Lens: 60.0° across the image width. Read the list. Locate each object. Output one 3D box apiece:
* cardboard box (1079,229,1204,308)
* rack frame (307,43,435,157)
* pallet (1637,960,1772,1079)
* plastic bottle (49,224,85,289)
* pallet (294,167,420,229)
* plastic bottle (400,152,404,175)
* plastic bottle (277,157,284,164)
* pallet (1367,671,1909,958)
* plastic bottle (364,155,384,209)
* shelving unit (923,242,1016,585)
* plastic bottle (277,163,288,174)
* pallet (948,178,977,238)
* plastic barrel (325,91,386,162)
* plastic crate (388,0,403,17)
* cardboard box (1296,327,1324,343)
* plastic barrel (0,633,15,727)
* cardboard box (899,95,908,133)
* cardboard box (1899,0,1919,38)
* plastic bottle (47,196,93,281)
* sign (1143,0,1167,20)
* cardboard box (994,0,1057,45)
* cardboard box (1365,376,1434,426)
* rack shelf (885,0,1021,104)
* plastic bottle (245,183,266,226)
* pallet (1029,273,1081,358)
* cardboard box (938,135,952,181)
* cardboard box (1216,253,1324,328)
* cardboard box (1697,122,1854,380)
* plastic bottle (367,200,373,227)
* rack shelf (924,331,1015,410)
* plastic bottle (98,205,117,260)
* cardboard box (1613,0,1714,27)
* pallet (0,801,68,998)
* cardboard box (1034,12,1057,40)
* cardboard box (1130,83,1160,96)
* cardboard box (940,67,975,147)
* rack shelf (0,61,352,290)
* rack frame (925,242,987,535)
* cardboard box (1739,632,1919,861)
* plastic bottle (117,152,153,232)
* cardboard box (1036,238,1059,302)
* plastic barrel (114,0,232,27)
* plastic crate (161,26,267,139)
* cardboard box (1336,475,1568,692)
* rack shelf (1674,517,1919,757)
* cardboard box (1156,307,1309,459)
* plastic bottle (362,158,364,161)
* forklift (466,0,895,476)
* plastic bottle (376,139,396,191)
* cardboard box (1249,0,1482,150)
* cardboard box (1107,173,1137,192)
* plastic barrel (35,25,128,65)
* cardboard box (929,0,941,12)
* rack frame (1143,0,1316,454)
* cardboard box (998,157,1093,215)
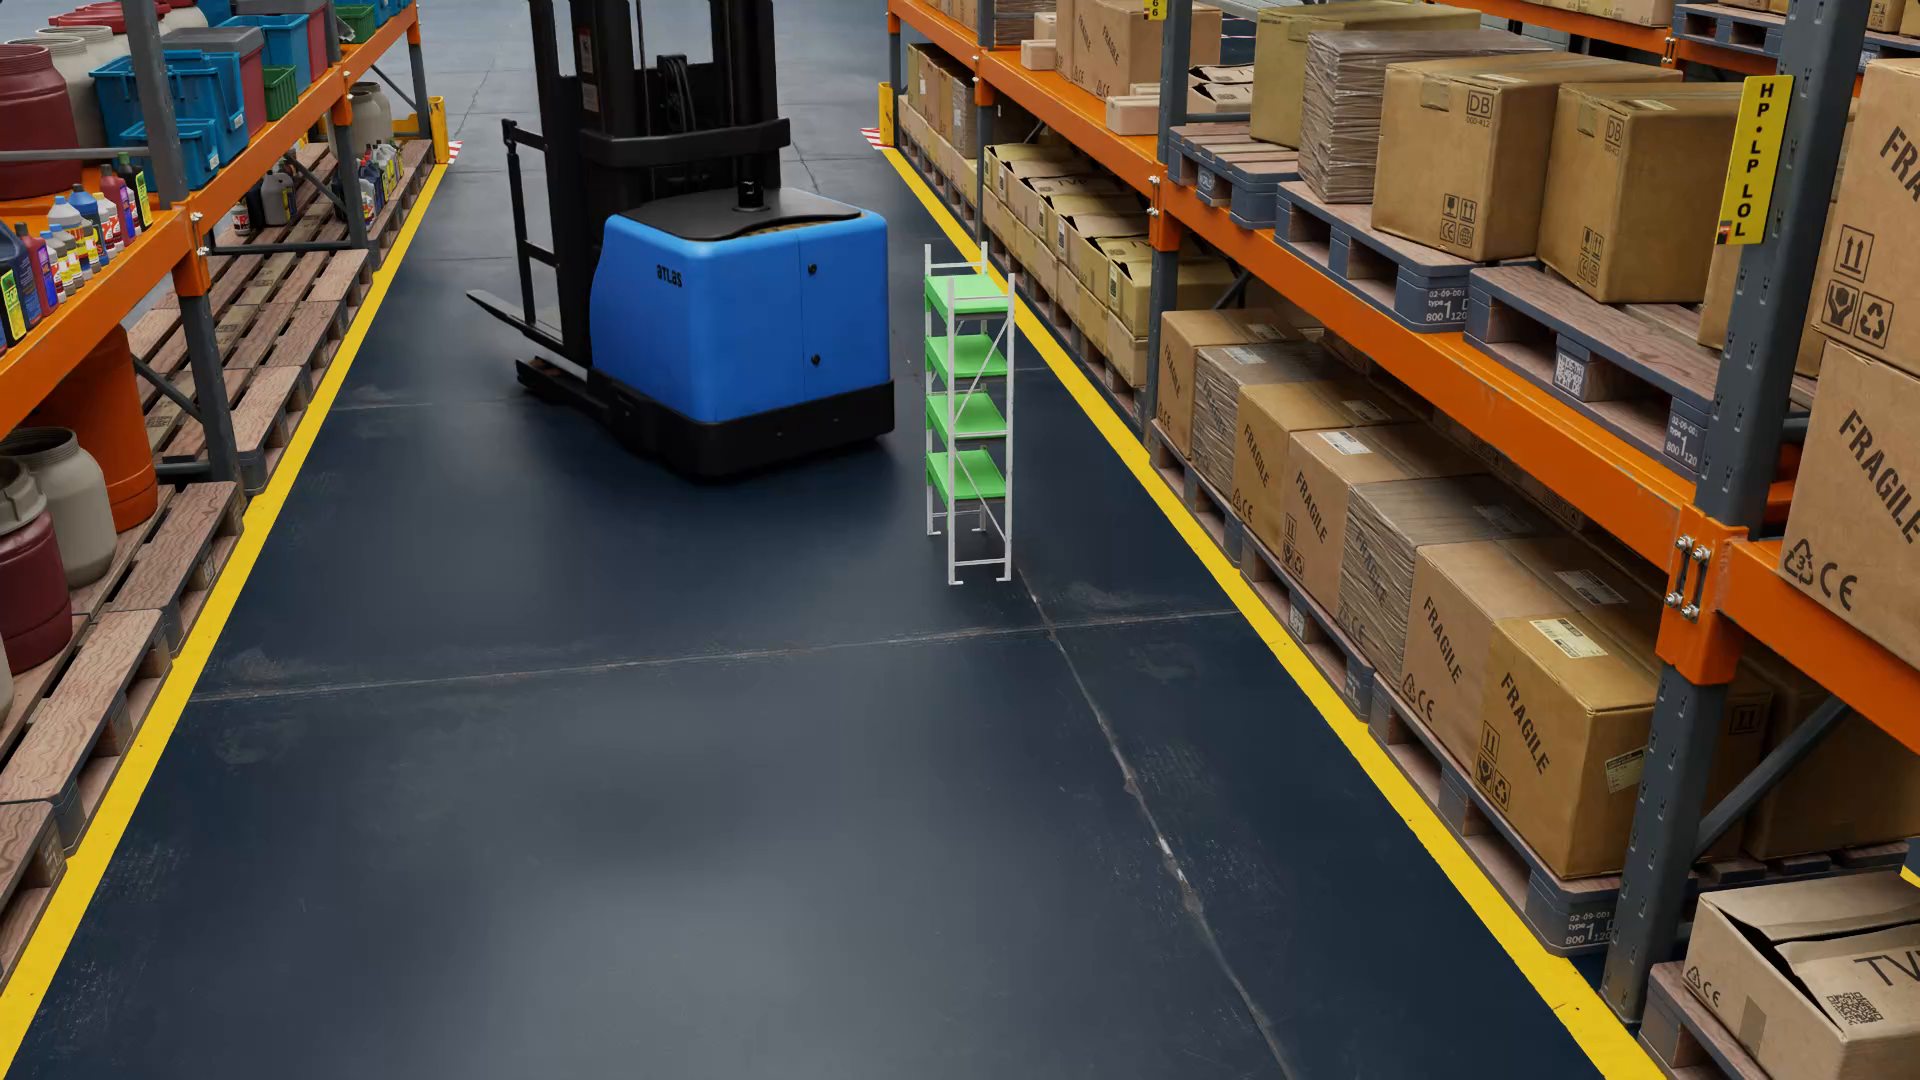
[{"bbox_3d":[0.914,-1.405,8.430,0.500,0.311,0.500,-5,24,-11],"label":"cardboard box"},{"bbox_3d":[-4.993,-4.606,13.548,1.000,3.000,0.127,-4,24,-10],"label":"rack frame"},{"bbox_3d":[2.221,1.297,3.516,1.003,0.211,1.213,-4,24,-10],"label":"pallet"},{"bbox_3d":[-2.884,-0.912,5.338,0.097,0.201,0.097,0,24,0],"label":"plastic bottle"},{"bbox_3d":[-4.566,-2.503,12.217,1.003,0.211,1.213,-4,24,-10],"label":"pallet"},{"bbox_3d":[-4.223,-2.835,12.440,0.097,0.201,0.097,0,24,0],"label":"plastic bottle"},{"bbox_3d":[-4.882,-2.647,11.922,0.097,0.271,0.097,0,24,0],"label":"plastic bottle"},{"bbox_3d":[1.907,0.710,4.861,1.003,0.211,1.213,-4,24,-10],"label":"pallet"},{"bbox_3d":[-4.030,-2.443,11.355,0.144,0.351,0.185,-5,24,-12],"label":"plastic bottle"},{"bbox_3d":[0.031,-0.485,6.361,0.258,1.200,0.503,-4,24,-10],"label":"shelving unit"},{"bbox_3d":[-4.655,-2.441,11.437,0.061,0.283,0.133,-4,24,-10],"label":"plastic bottle"},{"bbox_3d":[0.509,-2.436,12.063,1.003,0.211,1.213,-4,24,-10],"label":"pallet"},{"bbox_3d":[-4.704,-3.208,12.931,0.421,0.512,0.421,0,24,0],"label":"plastic barrel"},{"bbox_3d":[-4.492,-4.107,12.592,0.499,0.251,0.408,-4,24,-10],"label":"plastic crate"},{"bbox_3d":[1.547,-0.984,8.167,0.500,0.250,0.500,-4,24,-10],"label":"cardboard box"},{"bbox_3d":[-3.005,0.339,4.809,0.421,0.512,0.421,0,24,0],"label":"plastic barrel"},{"bbox_3d":[-0.244,-3.676,14.330,0.500,0.250,0.500,-4,24,-10],"label":"cardboard box"},{"bbox_3d":[5.873,-3.112,9.454,0.700,0.500,0.500,-4,24,-10],"label":"cardboard box"},{"bbox_3d":[-2.902,-0.982,5.411,0.097,0.271,0.097,0,24,0],"label":"plastic bottle"},{"bbox_3d":[0.810,-2.312,6.850,0.100,0.325,0.005,-4,24,-10],"label":"sign"},{"bbox_3d":[0.527,-3.617,11.160,0.700,0.500,0.500,-5,24,-11],"label":"cardboard box"},{"bbox_3d":[1.854,-0.326,6.323,0.500,0.500,0.500,-5,24,-12],"label":"cardboard box"},{"bbox_3d":[0.245,-3.855,12.727,1.077,0.370,4.000,-4,24,-10],"label":"rack shelf"},{"bbox_3d":[-4.656,-2.252,10.919,0.144,0.351,0.185,-5,24,-11],"label":"plastic bottle"},{"bbox_3d":[1.019,-1.352,9.582,1.003,0.211,1.213,-4,24,-10],"label":"pallet"},{"bbox_3d":[0.125,-2.889,12.528,0.500,0.250,0.500,-4,24,-10],"label":"cardboard box"},{"bbox_3d":[1.547,-1.241,8.055,0.500,0.311,0.500,-4,24,-8],"label":"cardboard box"},{"bbox_3d":[2.227,-0.692,3.937,0.700,0.500,0.500,-13,27,-27],"label":"cardboard box"},{"bbox_3d":[-3.900,-2.149,10.870,0.097,0.201,0.097,0,24,0],"label":"plastic bottle"},{"bbox_3d":[0.031,-0.646,6.290,0.258,0.148,0.480,-4,24,-10],"label":"rack shelf"},{"bbox_3d":[-2.956,-1.065,5.688,0.097,0.201,0.097,0,24,0],"label":"plastic bottle"},{"bbox_3d":[5.097,-3.870,12.026,0.500,0.250,0.500,-4,24,-10],"label":"cardboard box"},{"bbox_3d":[-2.876,1.086,4.001,1.003,0.211,1.213,-4,24,-10],"label":"pallet"},{"bbox_3d":[0.749,-3.138,10.376,0.500,0.250,0.500,-3,24,-6],"label":"cardboard box"},{"bbox_3d":[1.064,-2.207,8.368,0.380,0.149,0.250,-3,24,-6],"label":"cardboard box"},{"bbox_3d":[0.137,-3.234,12.380,0.500,0.500,0.500,-4,24,-10],"label":"cardboard box"},{"bbox_3d":[-3.884,-1.916,8.288,1.077,0.370,4.000,-4,24,-10],"label":"rack shelf"},{"bbox_3d":[-0.015,-0.581,6.581,0.240,1.200,0.015,-4,24,-10],"label":"rack frame"},{"bbox_3d":[2.245,0.485,4.466,0.500,0.500,0.500,-5,24,-12],"label":"cardboard box"},{"bbox_3d":[-3.020,-1.278,6.074,0.061,0.283,0.133,-4,24,-10],"label":"plastic bottle"},{"bbox_3d":[0.731,-1.548,9.458,0.500,0.250,0.500,-4,24,-9],"label":"cardboard box"},{"bbox_3d":[-4.480,-3.088,9.446,0.600,0.901,0.708,-4,24,-10],"label":"plastic barrel"},{"bbox_3d":[-3.512,-2.147,7.837,0.402,0.464,0.583,-4,24,-10],"label":"plastic crate"},{"bbox_3d":[1.546,0.128,5.283,0.500,0.500,0.500,-4,24,-9],"label":"cardboard box"},{"bbox_3d":[2.464,0.865,1.919,1.077,0.370,4.000,-4,24,-10],"label":"rack shelf"},{"bbox_3d":[1.158,-0.680,7.133,0.500,0.500,0.500,-3,24,-7],"label":"cardboard box"},{"bbox_3d":[-4.296,-2.663,12.046,0.097,0.201,0.097,0,24,0],"label":"plastic bottle"},{"bbox_3d":[-1.604,-2.145,7.999,1.130,2.935,3.031,-17,29,-34],"label":"forklift"},{"bbox_3d":[-4.143,-2.683,11.905,0.144,0.351,0.185,-3,24,-8],"label":"plastic bottle"},{"bbox_3d":[1.582,-1.823,6.527,0.700,0.500,0.500,-13,27,-27],"label":"cardboard box"},{"bbox_3d":[1.164,-2.048,9.902,0.500,0.311,0.500,-4,24,-10],"label":"cardboard box"},{"bbox_3d":[-3.992,-2.065,7.590,0.421,0.512,0.421,0,24,0],"label":"plastic barrel"},{"bbox_3d":[0.137,-4.430,13.021,0.700,0.500,0.500,-4,24,-9],"label":"cardboard box"},{"bbox_3d":[1.355,-1.824,7.179,1.000,3.000,0.127,-4,24,-10],"label":"rack frame"},{"bbox_3d":[0.534,-2.209,10.269,0.500,0.311,0.500,-5,24,-10],"label":"cardboard box"}]
